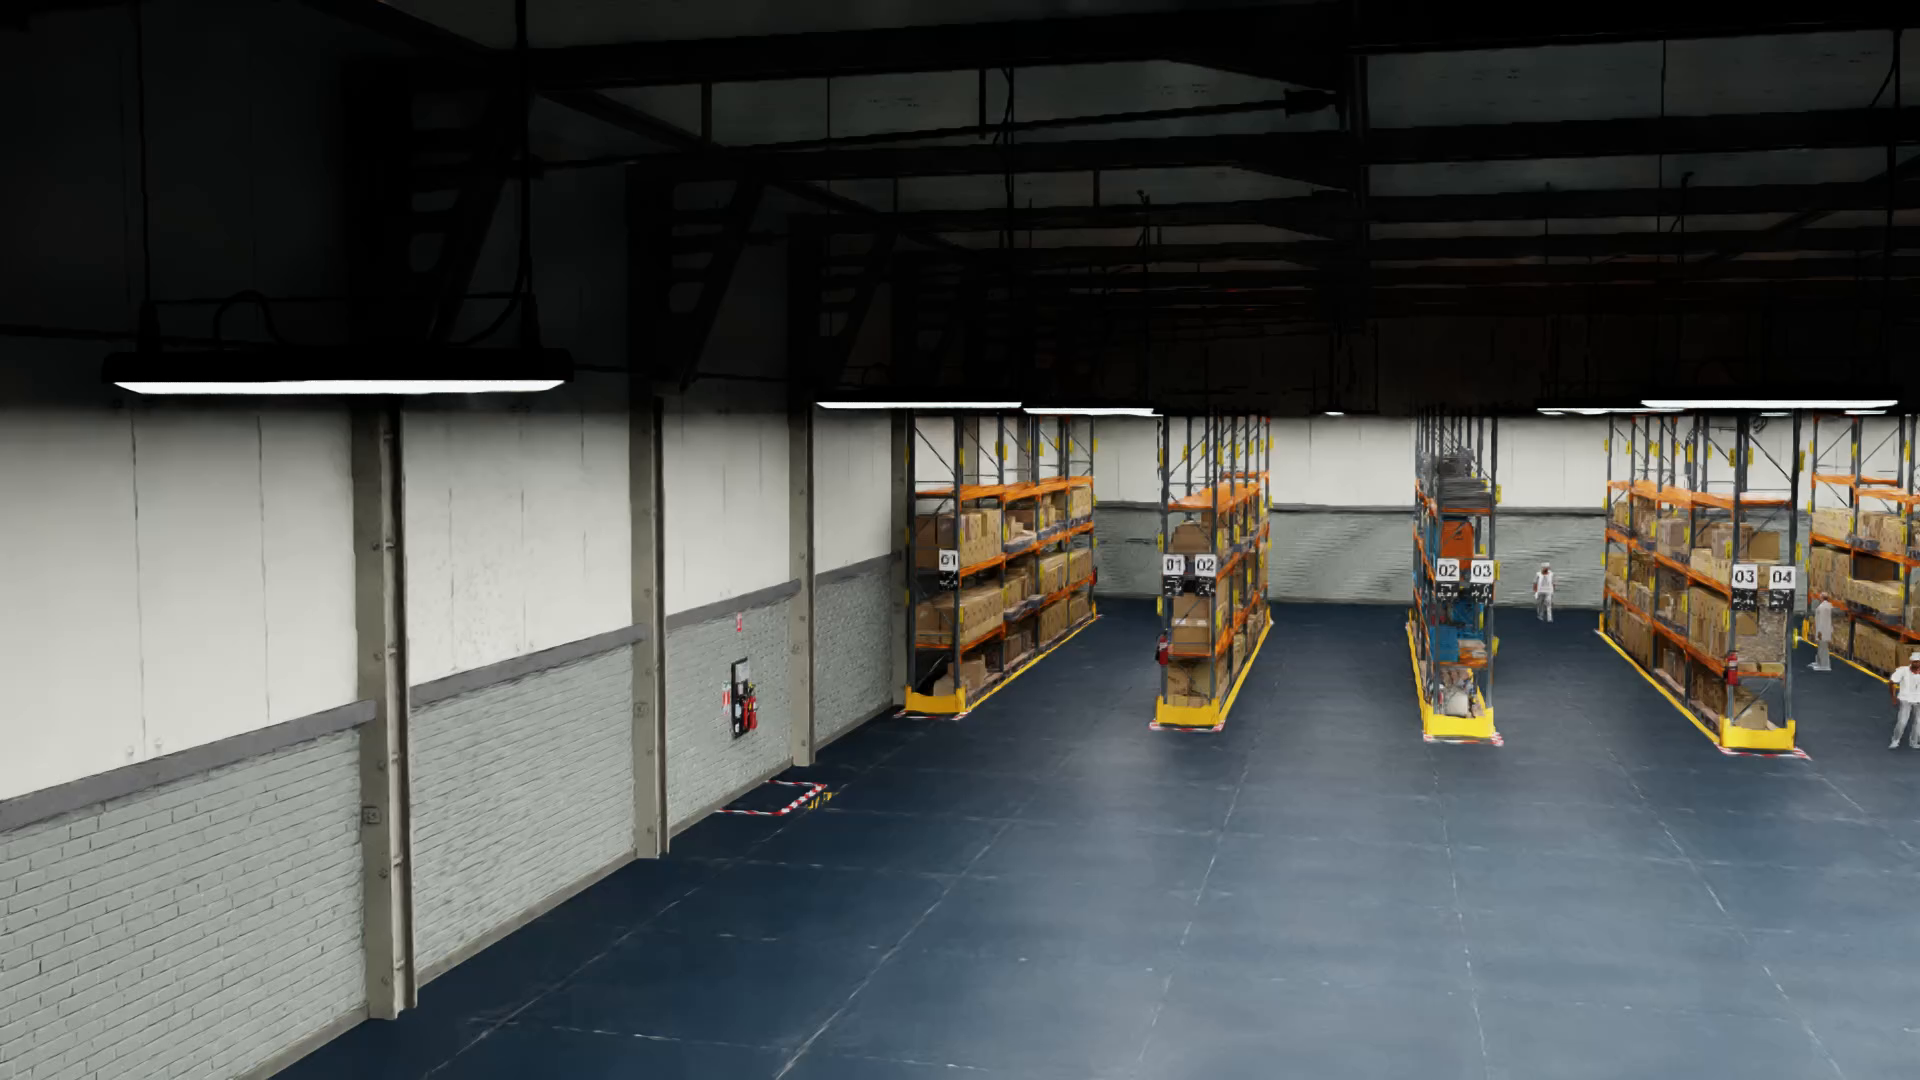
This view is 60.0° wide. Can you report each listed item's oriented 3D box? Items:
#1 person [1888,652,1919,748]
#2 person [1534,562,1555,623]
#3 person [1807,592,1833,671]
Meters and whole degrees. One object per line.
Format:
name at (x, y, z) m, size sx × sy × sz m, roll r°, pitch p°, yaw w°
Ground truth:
person at (16.492, 2.776, 28.815) m, size 0.719 × 1.714 × 0.578 m, roll 1°, pitch 4°, yaw 12°
person at (16.438, 1.439, 46.779) m, size 0.562 × 1.678 × 1.099 m, roll 1°, pitch 4°, yaw 16°
person at (19.596, 2.063, 37.856) m, size 0.551 × 1.782 × 0.636 m, roll 4°, pitch 6°, yaw 44°
